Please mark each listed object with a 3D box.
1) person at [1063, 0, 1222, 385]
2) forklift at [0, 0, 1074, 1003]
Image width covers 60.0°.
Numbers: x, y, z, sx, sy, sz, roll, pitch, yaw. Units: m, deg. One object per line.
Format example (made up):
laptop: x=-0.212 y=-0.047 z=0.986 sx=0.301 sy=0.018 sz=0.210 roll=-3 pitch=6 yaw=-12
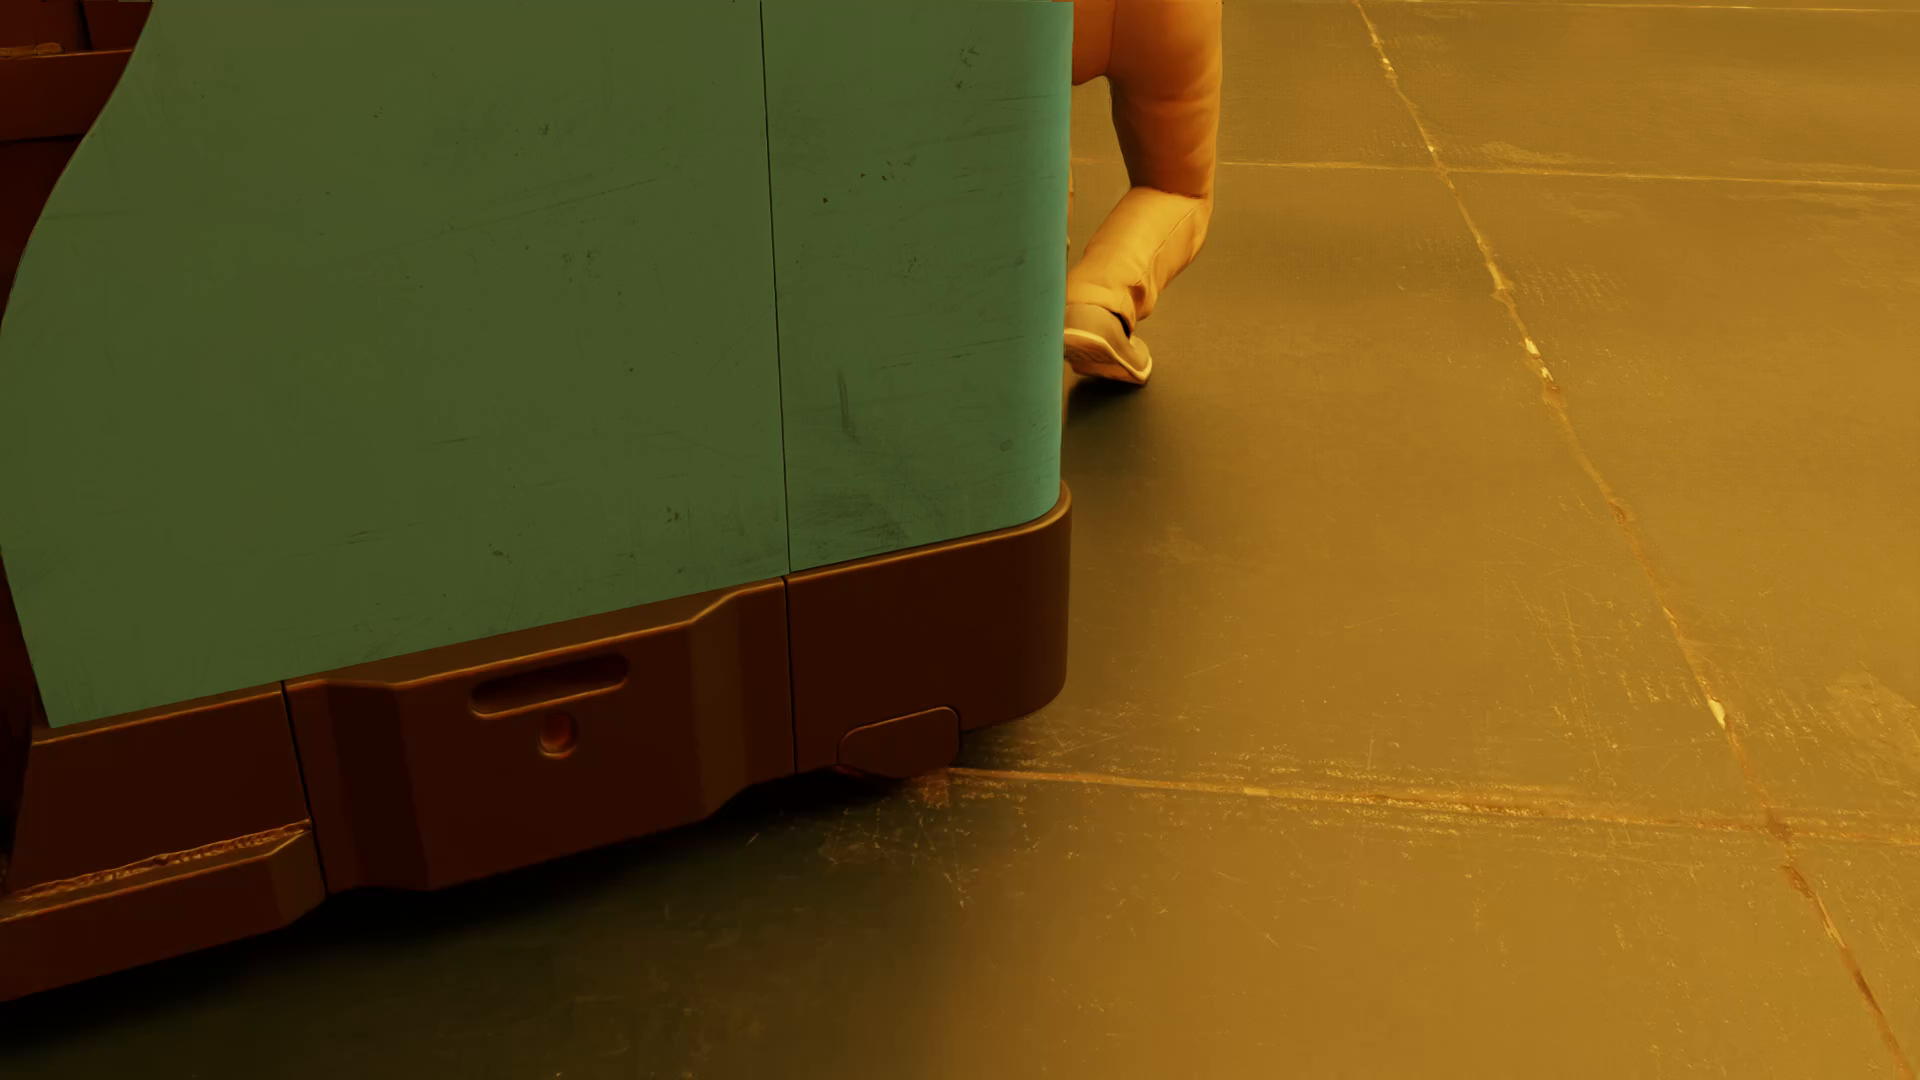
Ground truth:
person: x=-0.050 y=-1.047 z=2.975 sx=1.078 sy=1.535 sz=0.880 roll=-1 pitch=27 yaw=-2
forklift: x=-1.430 y=-0.986 z=1.192 sx=3.031 sy=2.935 sz=1.130 roll=-12 pitch=29 yaw=-22
